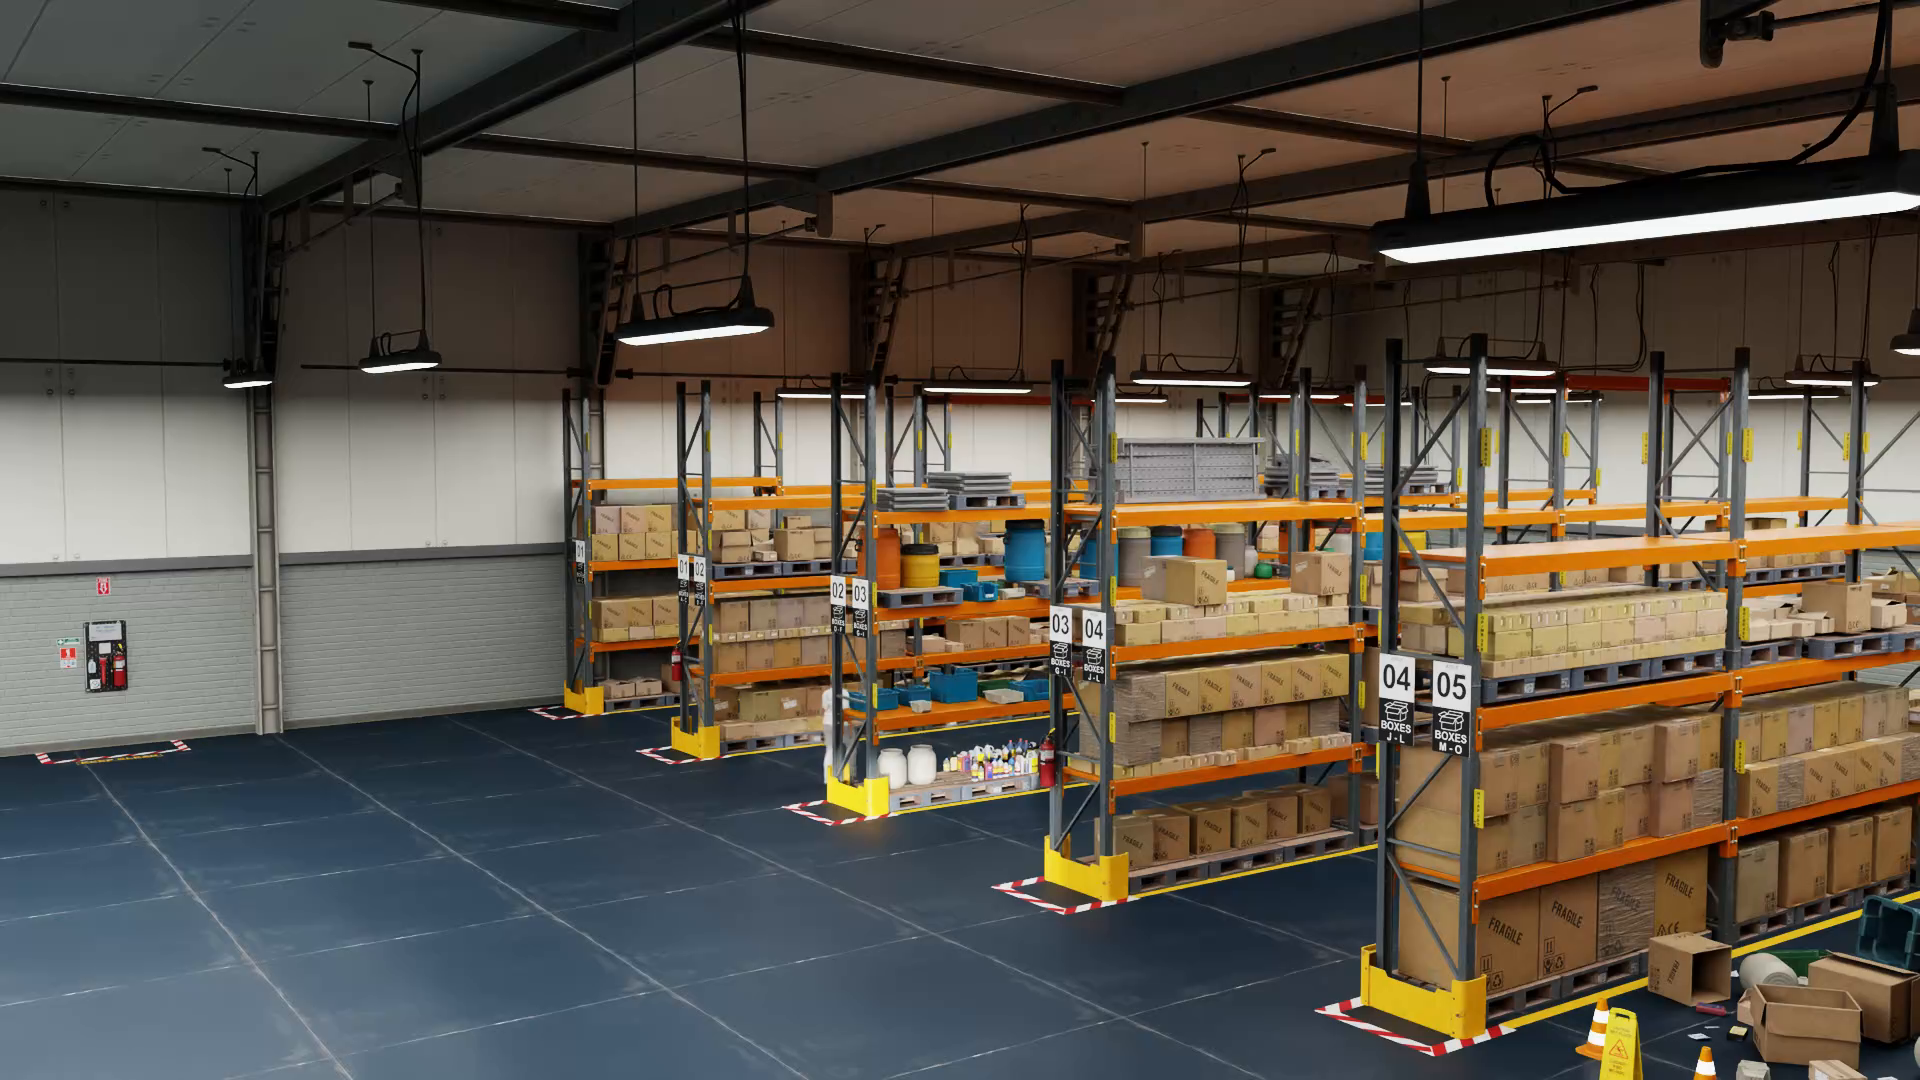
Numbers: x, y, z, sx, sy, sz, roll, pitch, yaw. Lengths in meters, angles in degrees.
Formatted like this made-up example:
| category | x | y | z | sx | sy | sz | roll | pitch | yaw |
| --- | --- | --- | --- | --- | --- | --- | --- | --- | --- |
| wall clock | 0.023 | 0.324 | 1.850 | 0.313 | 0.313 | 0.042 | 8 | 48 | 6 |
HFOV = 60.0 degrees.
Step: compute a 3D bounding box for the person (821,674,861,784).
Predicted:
| category | x | y | z | sx | sy | sz | roll | pitch | yaw |
| --- | --- | --- | --- | --- | --- | --- | --- | --- | --- |
| person | -1.787 | 2.790 | 24.530 | 0.519 | 1.720 | 0.601 | 1 | 4 | 20 |
